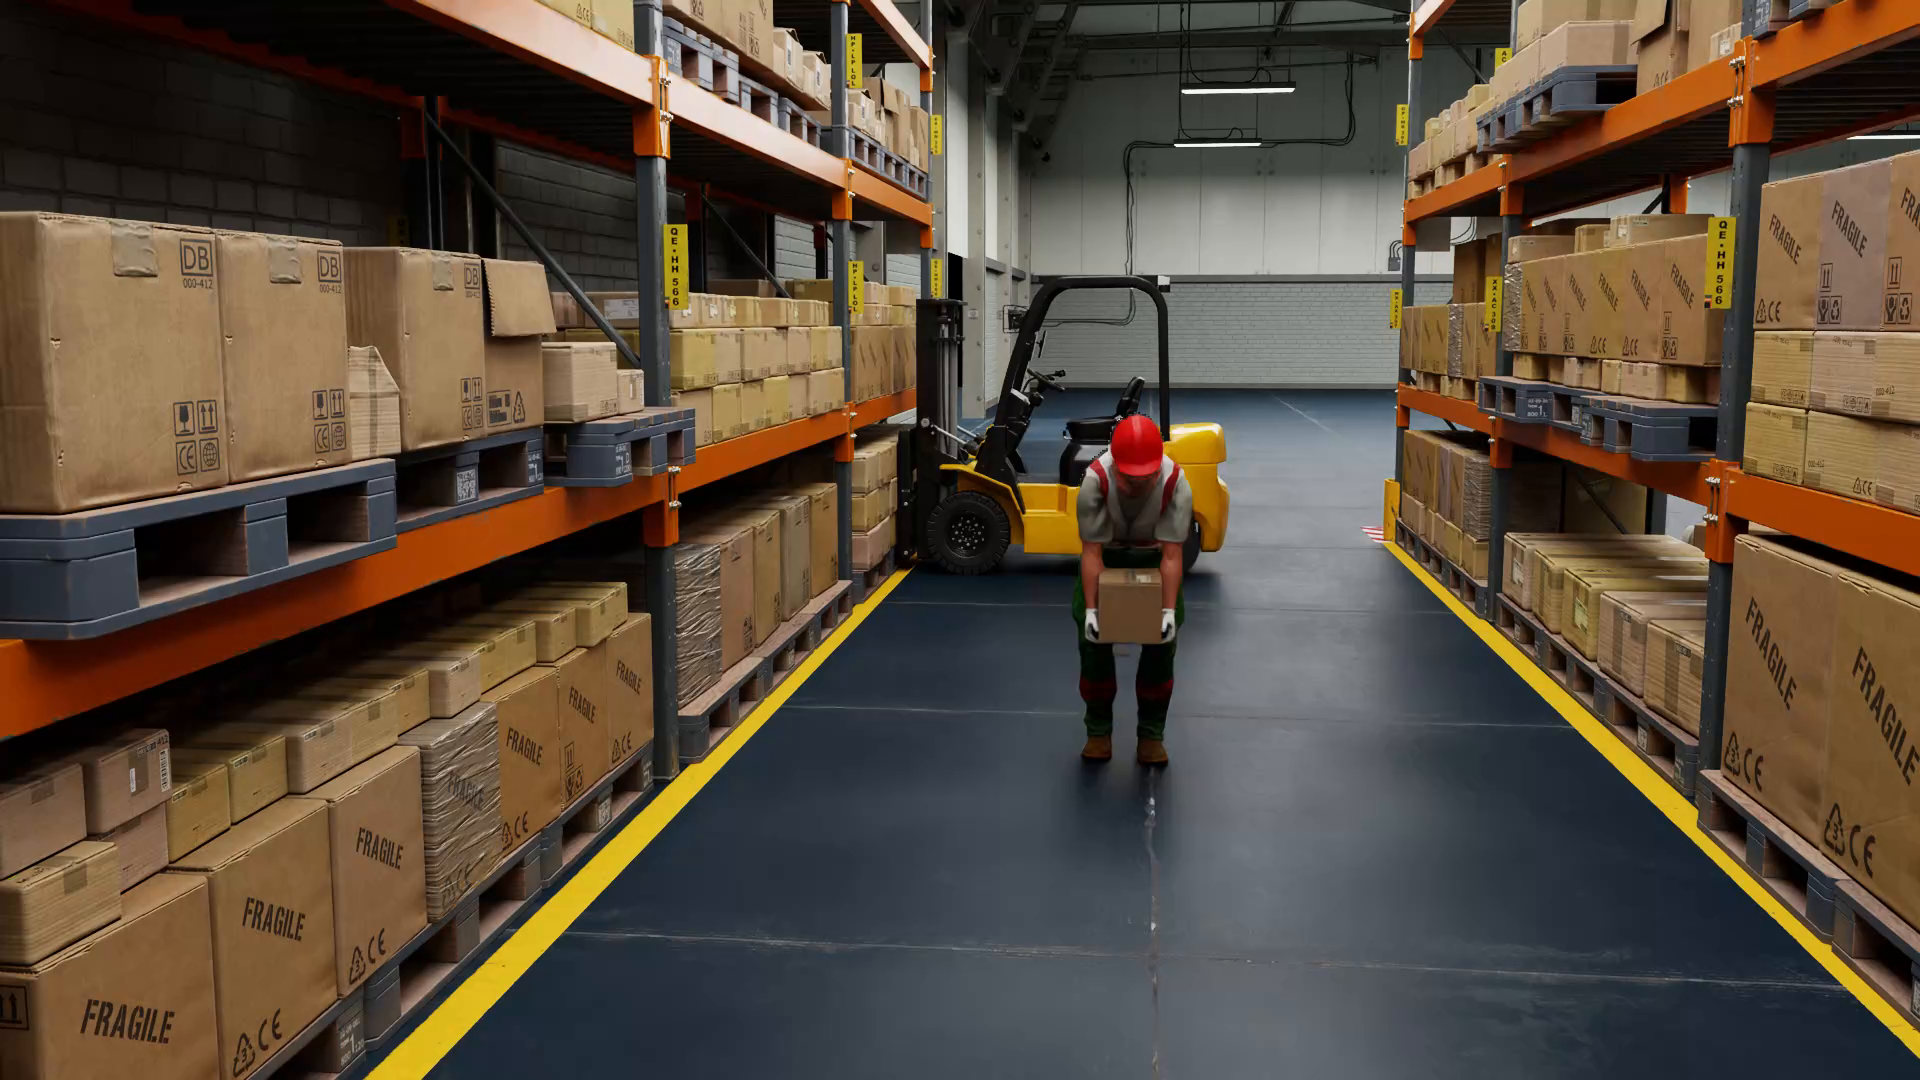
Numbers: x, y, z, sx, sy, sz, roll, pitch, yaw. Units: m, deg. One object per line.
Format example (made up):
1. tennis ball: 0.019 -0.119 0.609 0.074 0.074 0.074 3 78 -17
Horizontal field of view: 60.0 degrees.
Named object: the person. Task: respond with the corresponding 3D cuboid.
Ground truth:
1. person: 0.698 0.210 6.801 0.484 1.472 0.858 1 8 5
